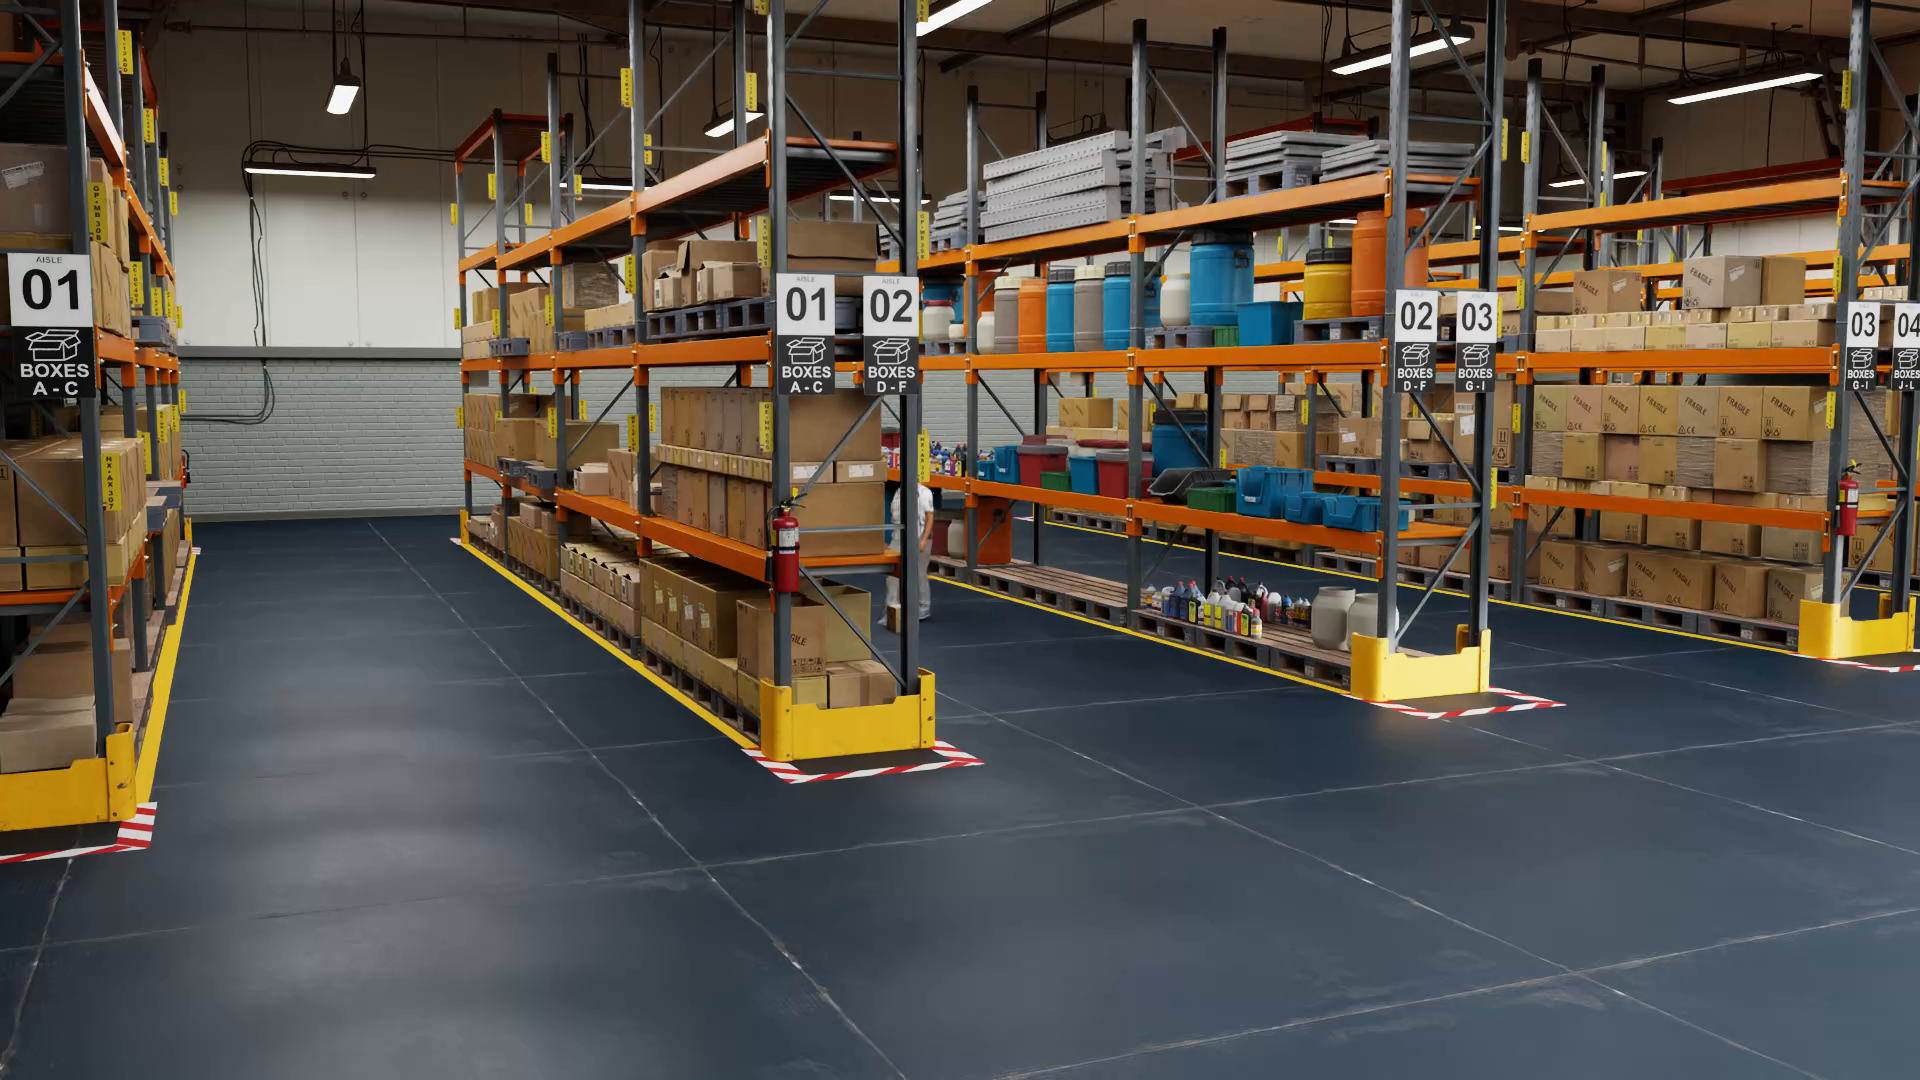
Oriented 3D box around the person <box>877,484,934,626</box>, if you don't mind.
[{"bbox_3d":[-0.555,0.035,17.208,0.529,1.678,0.690,3,6,25],"label":"person"}]
